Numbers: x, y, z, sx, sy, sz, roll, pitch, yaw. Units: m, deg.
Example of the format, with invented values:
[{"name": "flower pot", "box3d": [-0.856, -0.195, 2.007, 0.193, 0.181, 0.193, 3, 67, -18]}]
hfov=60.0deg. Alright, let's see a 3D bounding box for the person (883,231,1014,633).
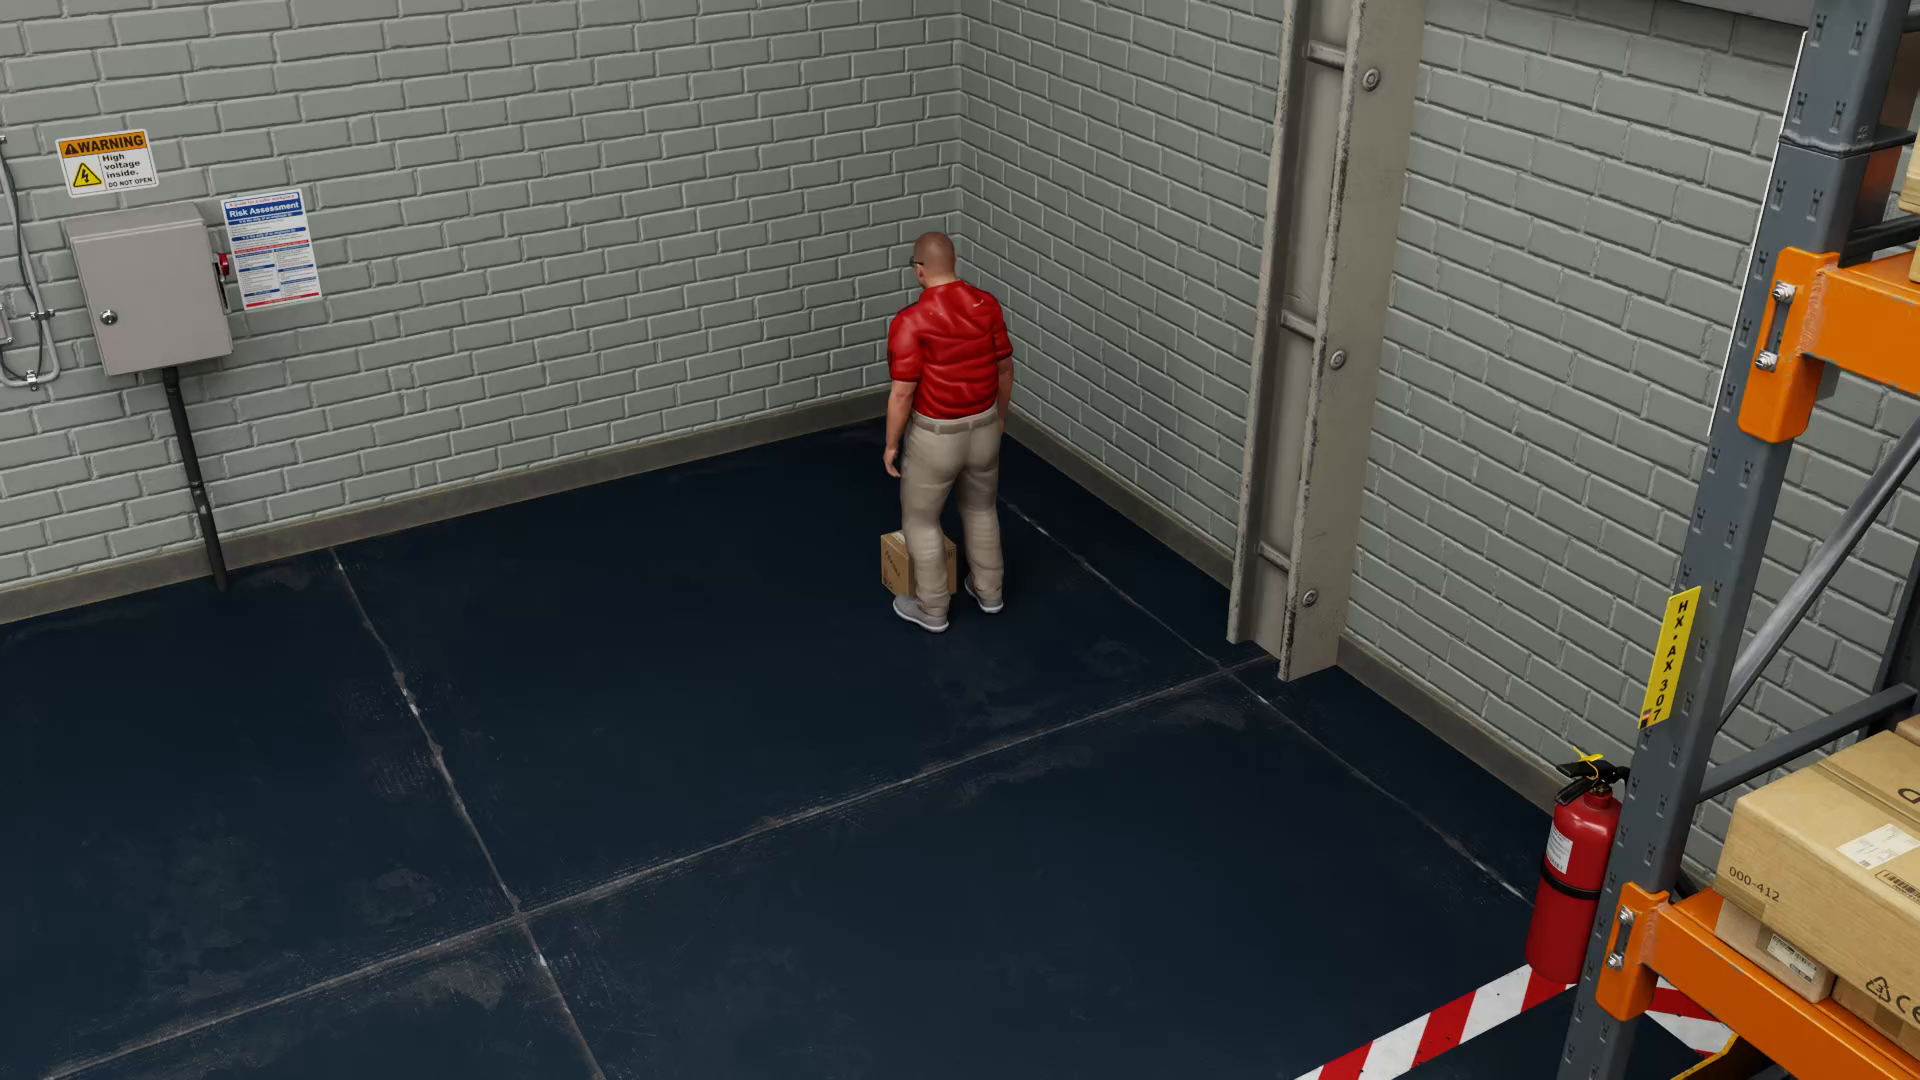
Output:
[{"name": "person", "box3d": [-0.052, -0.435, 6.930, 0.588, 1.726, 0.389, -16, 33, -27]}]
